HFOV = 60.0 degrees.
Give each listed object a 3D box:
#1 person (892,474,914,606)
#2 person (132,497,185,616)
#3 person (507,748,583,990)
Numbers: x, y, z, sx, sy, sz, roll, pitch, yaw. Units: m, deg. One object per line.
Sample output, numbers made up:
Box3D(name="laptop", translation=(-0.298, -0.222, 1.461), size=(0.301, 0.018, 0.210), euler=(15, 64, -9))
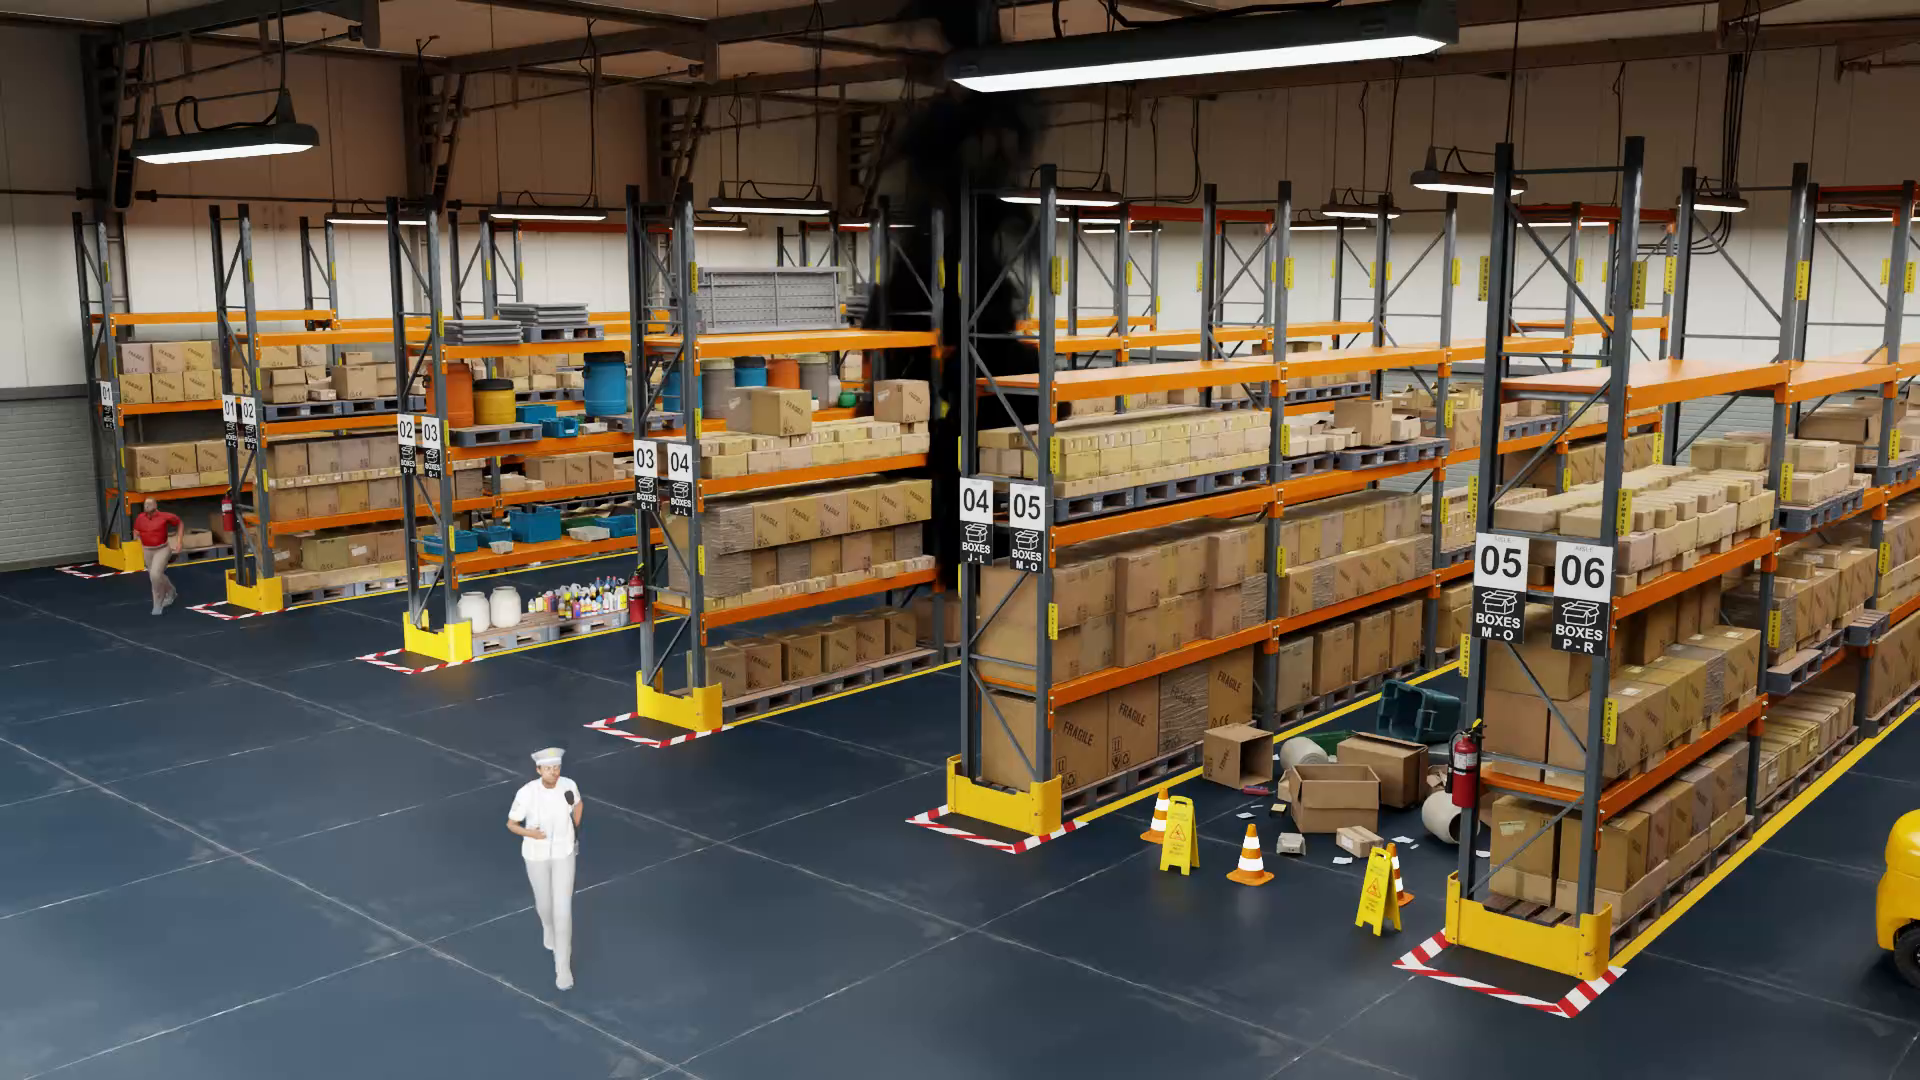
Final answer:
Box3D(name="person", translation=(-0.886, -0.014, 24.374), size=(0.685, 1.903, 0.770), euler=(7, 12, 35))
Box3D(name="person", translation=(-12.000, 0.218, 24.901), size=(0.680, 1.765, 0.848), euler=(2, 10, 9))
Box3D(name="person", translation=(-3.026, 2.331, 12.199), size=(0.560, 1.730, 0.862), euler=(-3, 10, -17))
